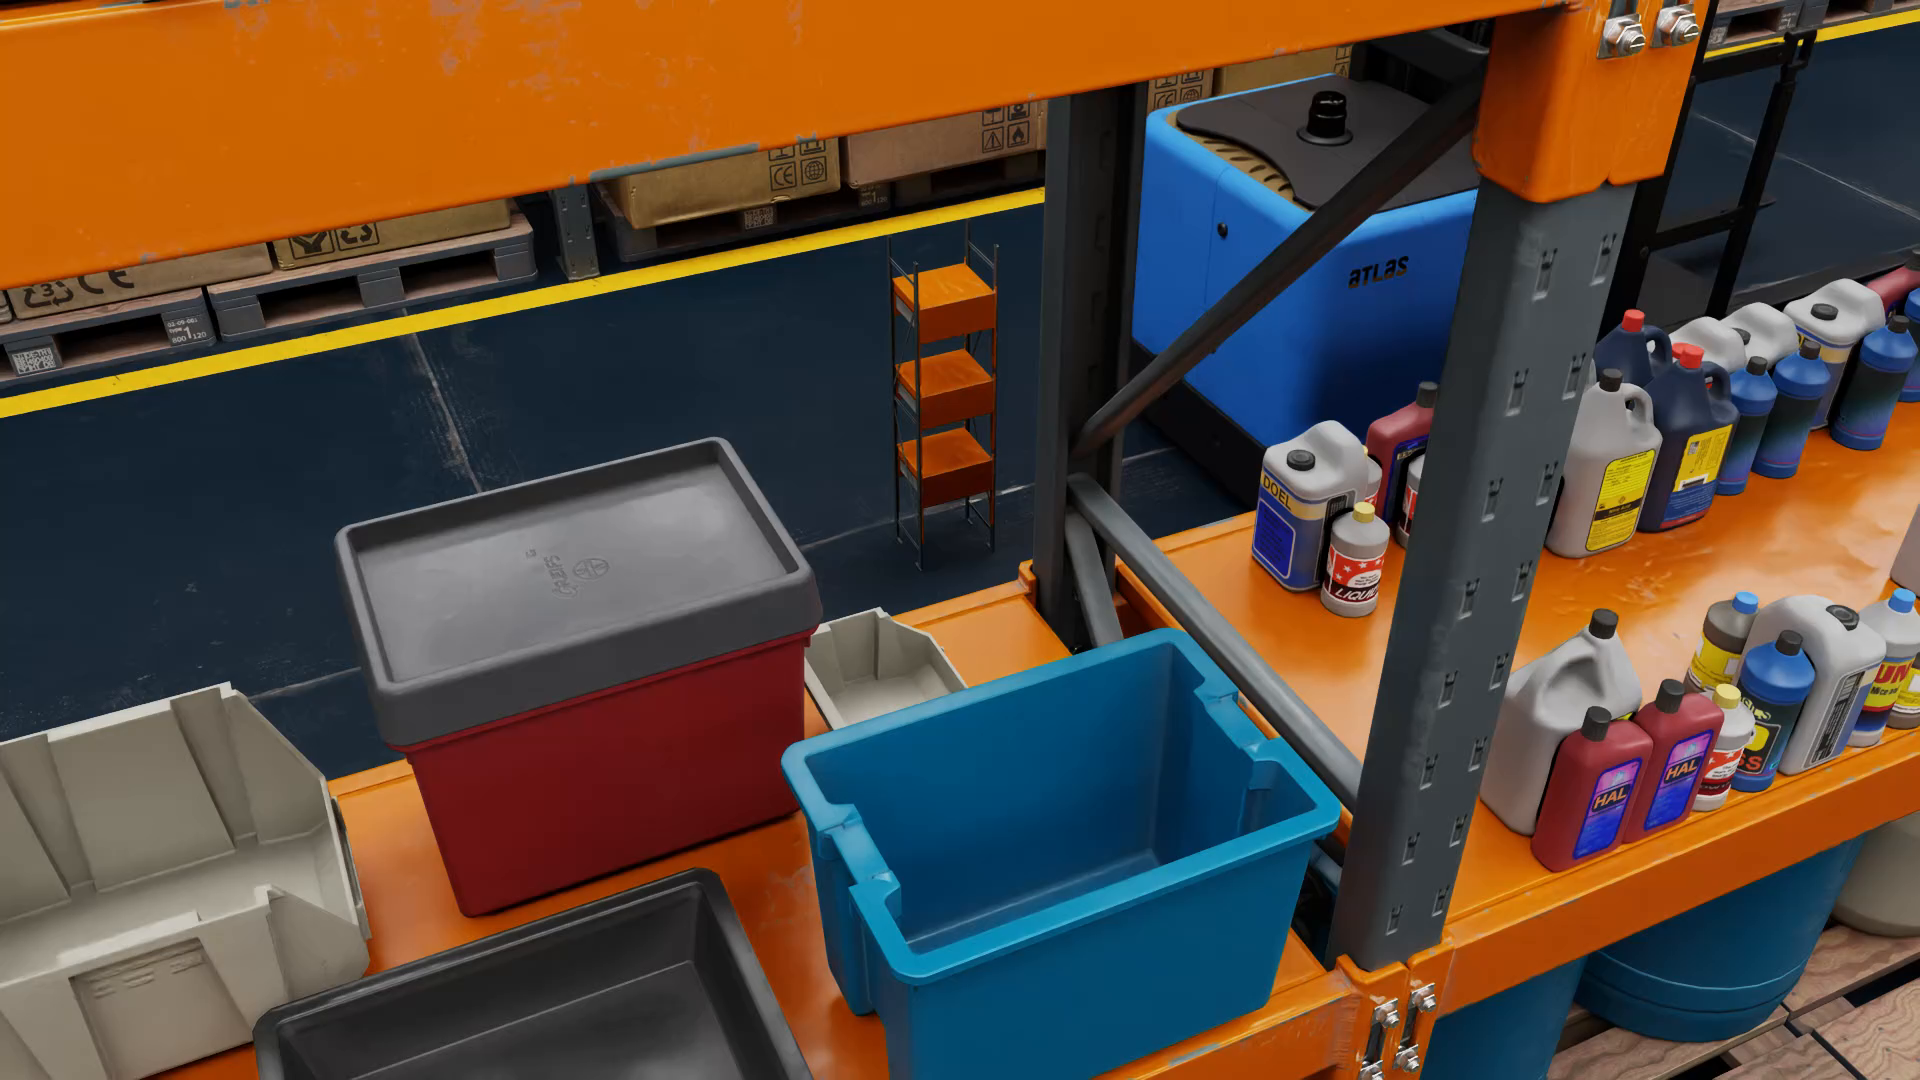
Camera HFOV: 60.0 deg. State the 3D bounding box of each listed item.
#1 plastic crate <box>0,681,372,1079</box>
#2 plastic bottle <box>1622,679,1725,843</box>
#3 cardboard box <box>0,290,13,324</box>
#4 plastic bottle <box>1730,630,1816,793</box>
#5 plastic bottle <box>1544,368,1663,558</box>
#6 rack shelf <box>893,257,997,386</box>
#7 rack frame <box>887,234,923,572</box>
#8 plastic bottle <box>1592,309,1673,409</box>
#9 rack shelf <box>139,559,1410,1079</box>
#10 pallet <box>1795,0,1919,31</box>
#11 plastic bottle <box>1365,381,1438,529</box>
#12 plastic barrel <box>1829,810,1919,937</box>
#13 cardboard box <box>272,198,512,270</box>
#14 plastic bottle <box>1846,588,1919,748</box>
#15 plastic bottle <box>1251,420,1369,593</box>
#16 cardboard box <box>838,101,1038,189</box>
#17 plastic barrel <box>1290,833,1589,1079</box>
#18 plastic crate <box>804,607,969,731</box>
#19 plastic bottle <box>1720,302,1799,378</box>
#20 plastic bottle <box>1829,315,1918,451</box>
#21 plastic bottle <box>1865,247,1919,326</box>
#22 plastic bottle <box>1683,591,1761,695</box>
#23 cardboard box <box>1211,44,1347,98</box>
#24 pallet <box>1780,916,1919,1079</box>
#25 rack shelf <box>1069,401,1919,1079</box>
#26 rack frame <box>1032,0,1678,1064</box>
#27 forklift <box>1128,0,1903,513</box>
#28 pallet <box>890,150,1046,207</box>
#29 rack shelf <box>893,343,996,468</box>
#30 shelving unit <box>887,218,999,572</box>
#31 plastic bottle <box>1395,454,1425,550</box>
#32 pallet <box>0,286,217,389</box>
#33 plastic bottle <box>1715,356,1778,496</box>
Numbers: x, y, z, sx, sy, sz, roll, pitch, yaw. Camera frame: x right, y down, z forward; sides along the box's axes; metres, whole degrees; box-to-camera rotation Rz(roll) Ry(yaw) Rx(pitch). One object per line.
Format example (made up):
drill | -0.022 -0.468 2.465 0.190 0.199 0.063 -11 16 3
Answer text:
plastic crate | -1.068 0.469 2.149 0.530 0.282 0.437 -16 39 -20
plastic bottle | 1.027 0.308 2.414 0.133 0.283 0.061 -16 39 -20
cardboard box | -3.963 -1.251 5.850 0.875 0.875 0.875 -16 39 -20
plastic bottle | 1.212 0.250 2.504 0.097 0.271 0.097 0 37 0
plastic bottle | 1.147 -0.153 2.980 0.185 0.351 0.144 -16 39 -20
rack shelf | -0.048 -0.628 4.756 0.240 0.259 0.215 -16 39 -20
rack frame | -0.159 -0.377 4.877 0.008 1.050 0.200 -16 39 -20
plastic bottle | 1.253 -0.278 3.148 0.185 0.351 0.144 -16 39 -20
rack shelf | -1.417 0.953 2.051 4.000 0.370 1.077 -16 39 -20
pallet | 4.826 -3.220 9.414 1.213 0.211 1.003 -16 39 -20
plastic bottle | 0.802 -0.152 3.035 0.133 0.283 0.061 -16 39 -20
plastic barrel | 2.083 0.586 3.678 0.421 0.512 0.421 0 37 0
cardboard box | -2.343 -1.704 6.461 0.875 0.875 0.875 -16 39 -20
plastic bottle | 1.422 0.191 2.583 0.097 0.271 0.097 0 37 0
plastic bottle | 0.612 -0.066 2.925 0.135 0.276 0.152 -16 39 -20
cardboard box | -0.332 -2.228 7.166 0.875 0.875 1.225 -17 40 -21
plastic barrel | 0.893 0.704 3.192 0.708 0.901 0.600 -16 39 -20
plastic crate | -0.089 0.281 2.525 0.243 0.136 0.396 -16 39 -20
plastic bottle | 1.522 -0.320 3.268 0.135 0.276 0.152 -16 39 -20
plastic bottle | 1.801 -0.315 3.264 0.097 0.271 0.097 0 37 0
plastic bottle | 1.921 -0.465 3.457 0.133 0.283 0.061 -16 39 -20
plastic bottle | 1.235 0.171 2.668 0.097 0.201 0.097 0 37 0
cardboard box | 1.276 -2.677 7.773 0.875 0.875 1.225 -17 40 -22
pallet | 2.215 0.794 4.002 1.213 0.211 1.003 -16 39 -20
rack shelf | 2.204 -0.059 3.416 4.000 0.370 1.077 -16 39 -20
rack frame | 0.393 0.158 2.519 0.127 3.000 1.000 -16 39 -20
forklift | 2.077 -1.817 5.239 3.031 2.935 1.130 -17 40 -22
pallet | 0.061 -1.940 7.688 1.213 0.211 1.003 -16 39 -20
rack shelf | -0.048 -0.400 4.925 0.240 0.259 0.215 -16 39 -20
shelving unit | -0.048 -0.408 4.919 0.252 1.050 0.215 -16 39 -20
plastic bottle | 0.852 -0.081 3.008 0.097 0.201 0.097 0 37 0
pallet | -3.539 -0.931 6.329 1.213 0.211 1.003 -16 39 -20
plastic bottle | 1.470 -0.222 3.139 0.097 0.271 0.097 0 37 0
